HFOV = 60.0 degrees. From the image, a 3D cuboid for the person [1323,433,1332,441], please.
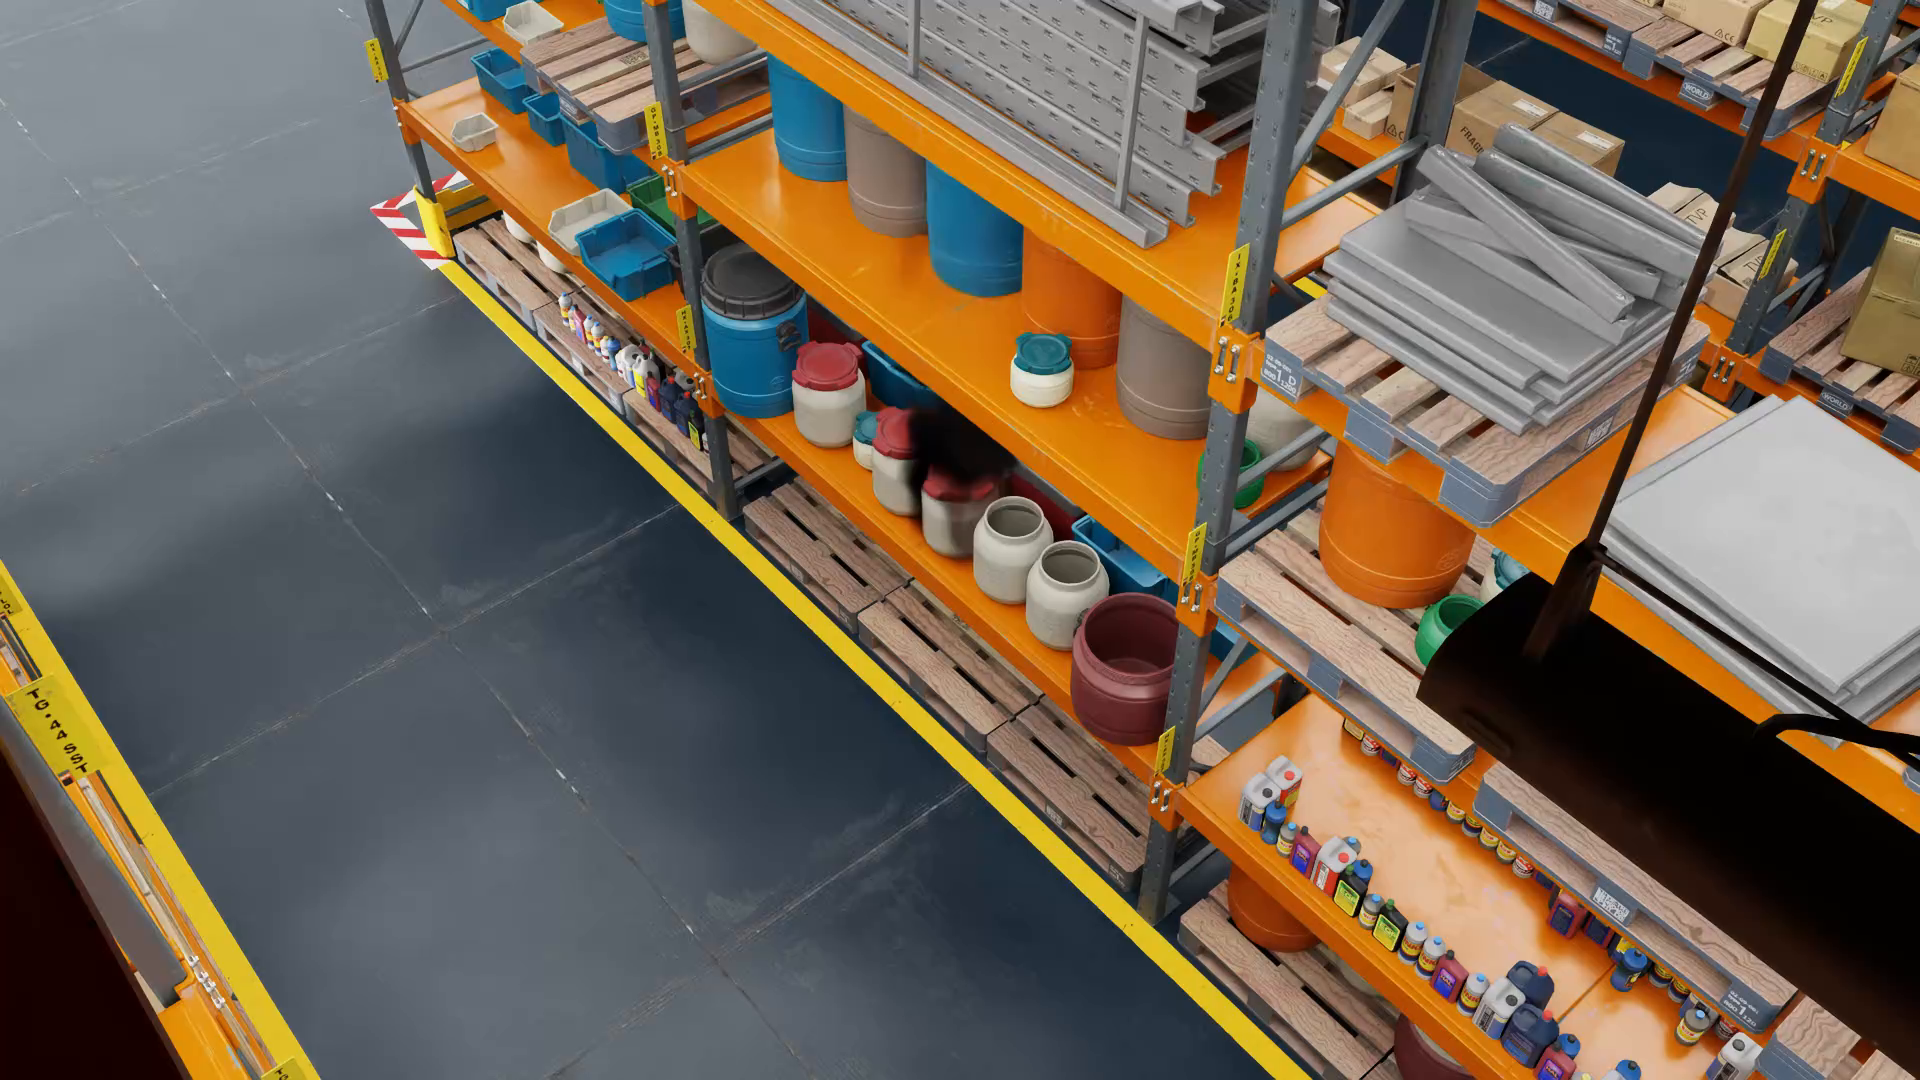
[{"bbox_3d":[2.722,-1.037,10.451,0.852,1.724,0.600,28,53,24],"label":"person"}]
